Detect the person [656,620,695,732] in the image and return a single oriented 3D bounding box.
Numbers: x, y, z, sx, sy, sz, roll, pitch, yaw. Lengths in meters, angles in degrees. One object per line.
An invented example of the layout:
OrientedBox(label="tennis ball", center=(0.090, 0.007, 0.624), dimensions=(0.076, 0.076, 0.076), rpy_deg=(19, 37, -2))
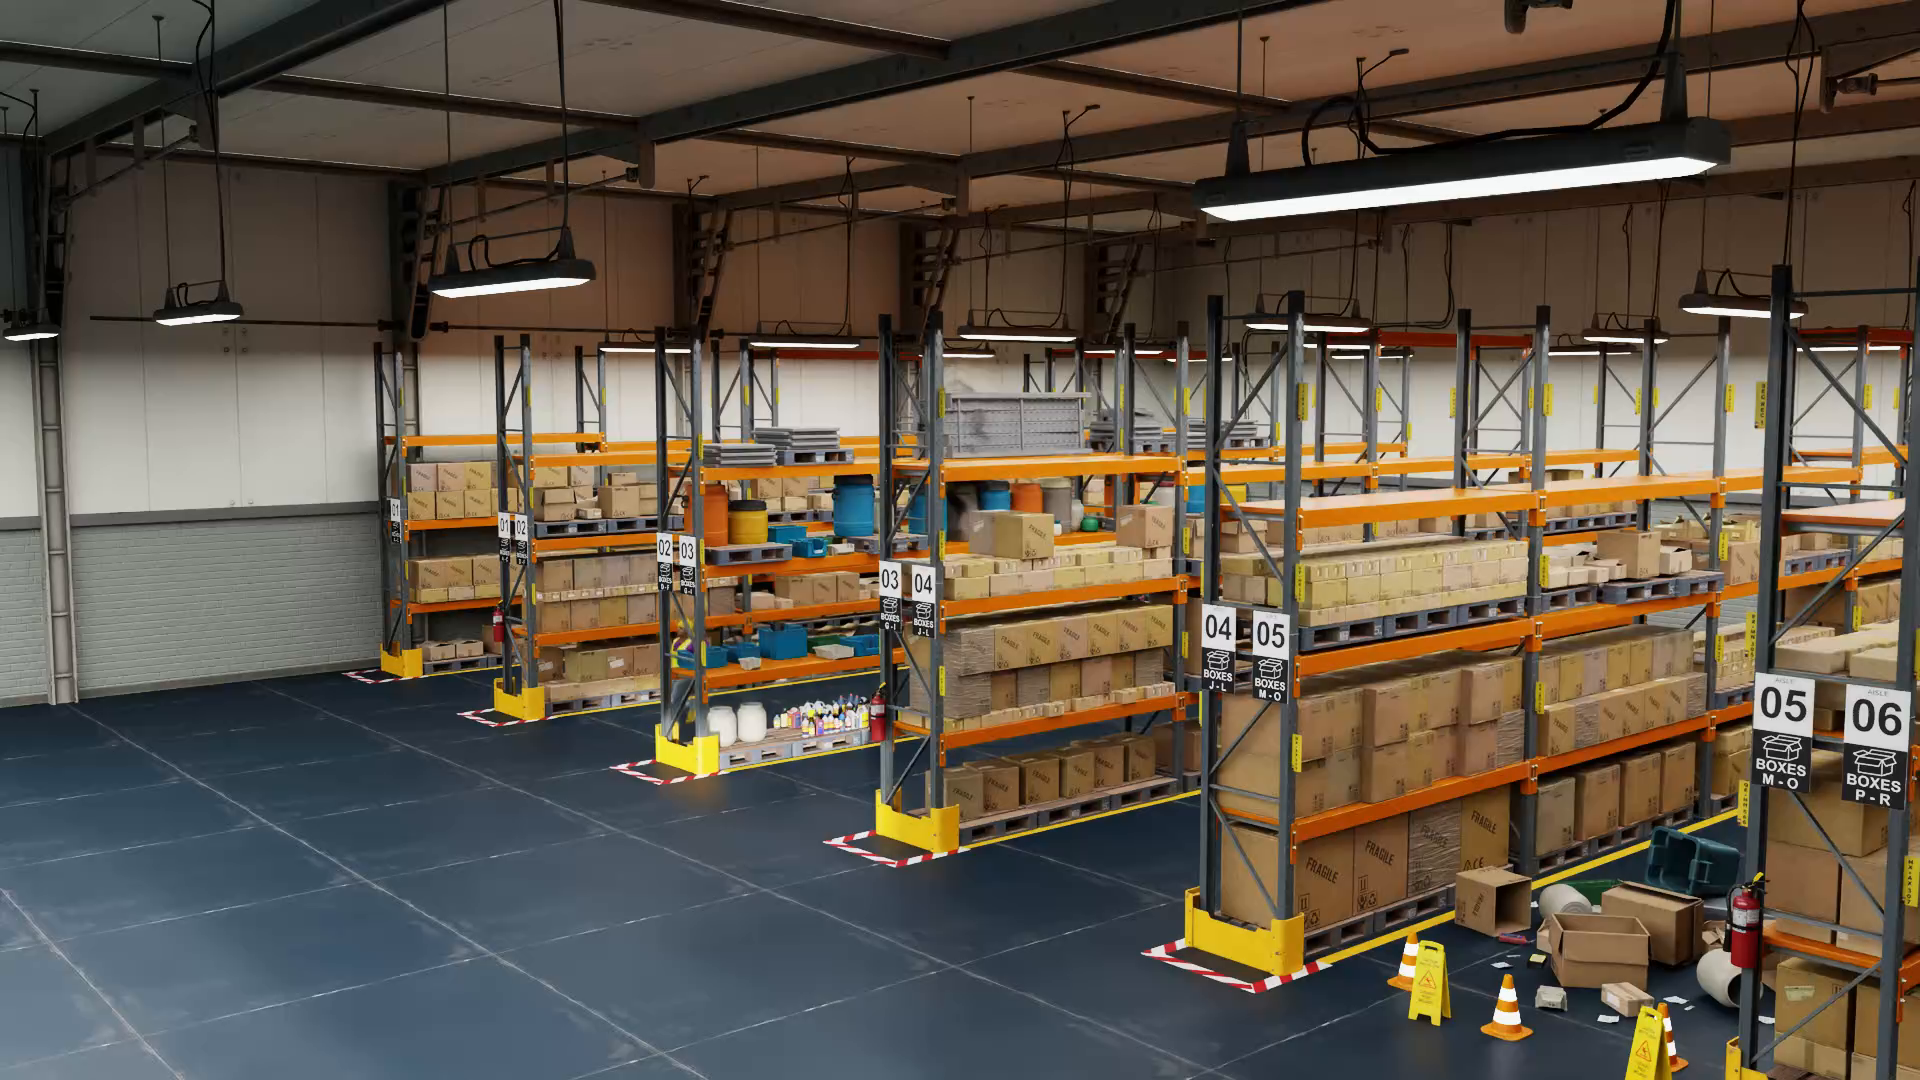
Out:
OrientedBox(label="person", center=(-4.083, 2.019, 24.358), dimensions=(0.695, 1.709, 0.737), rpy_deg=(5, 7, 44))
